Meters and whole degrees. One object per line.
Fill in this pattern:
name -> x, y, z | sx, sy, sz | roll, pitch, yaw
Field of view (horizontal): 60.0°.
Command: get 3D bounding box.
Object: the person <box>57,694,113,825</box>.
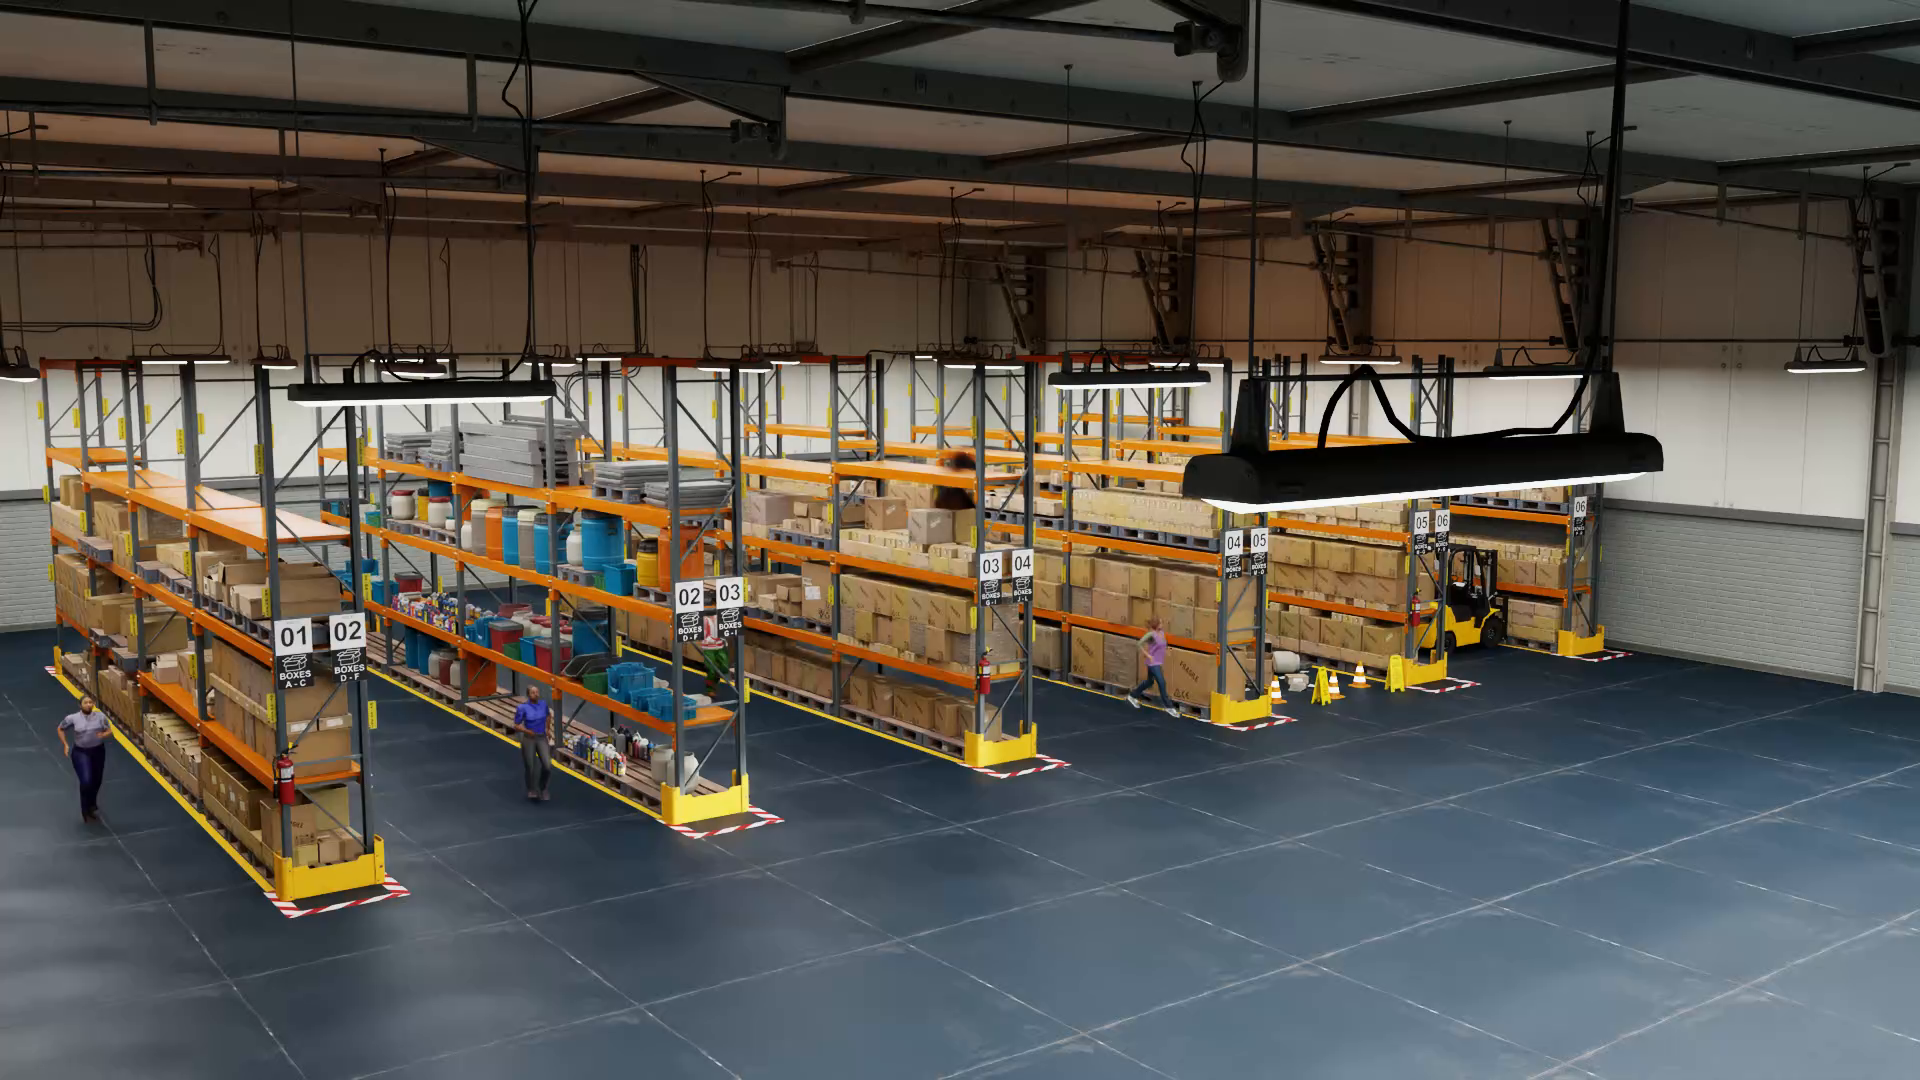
person -> -11.540, 2.887, 22.023 | 0.746, 1.713, 0.577 | 6, 9, 42

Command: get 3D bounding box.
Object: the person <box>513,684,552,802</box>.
person -> -5.819, 2.800, 22.781 | 0.578, 1.670, 0.667 | -4, 8, -30

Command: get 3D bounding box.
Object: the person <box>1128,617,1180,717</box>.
person -> 3.177, 2.036, 27.111 | 0.958, 1.604, 0.506 | 4, 8, 28

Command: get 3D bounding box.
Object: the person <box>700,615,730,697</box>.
person -> -4.332, 1.926, 29.420 | 0.644, 1.741, 0.578 | -6, 9, -40
